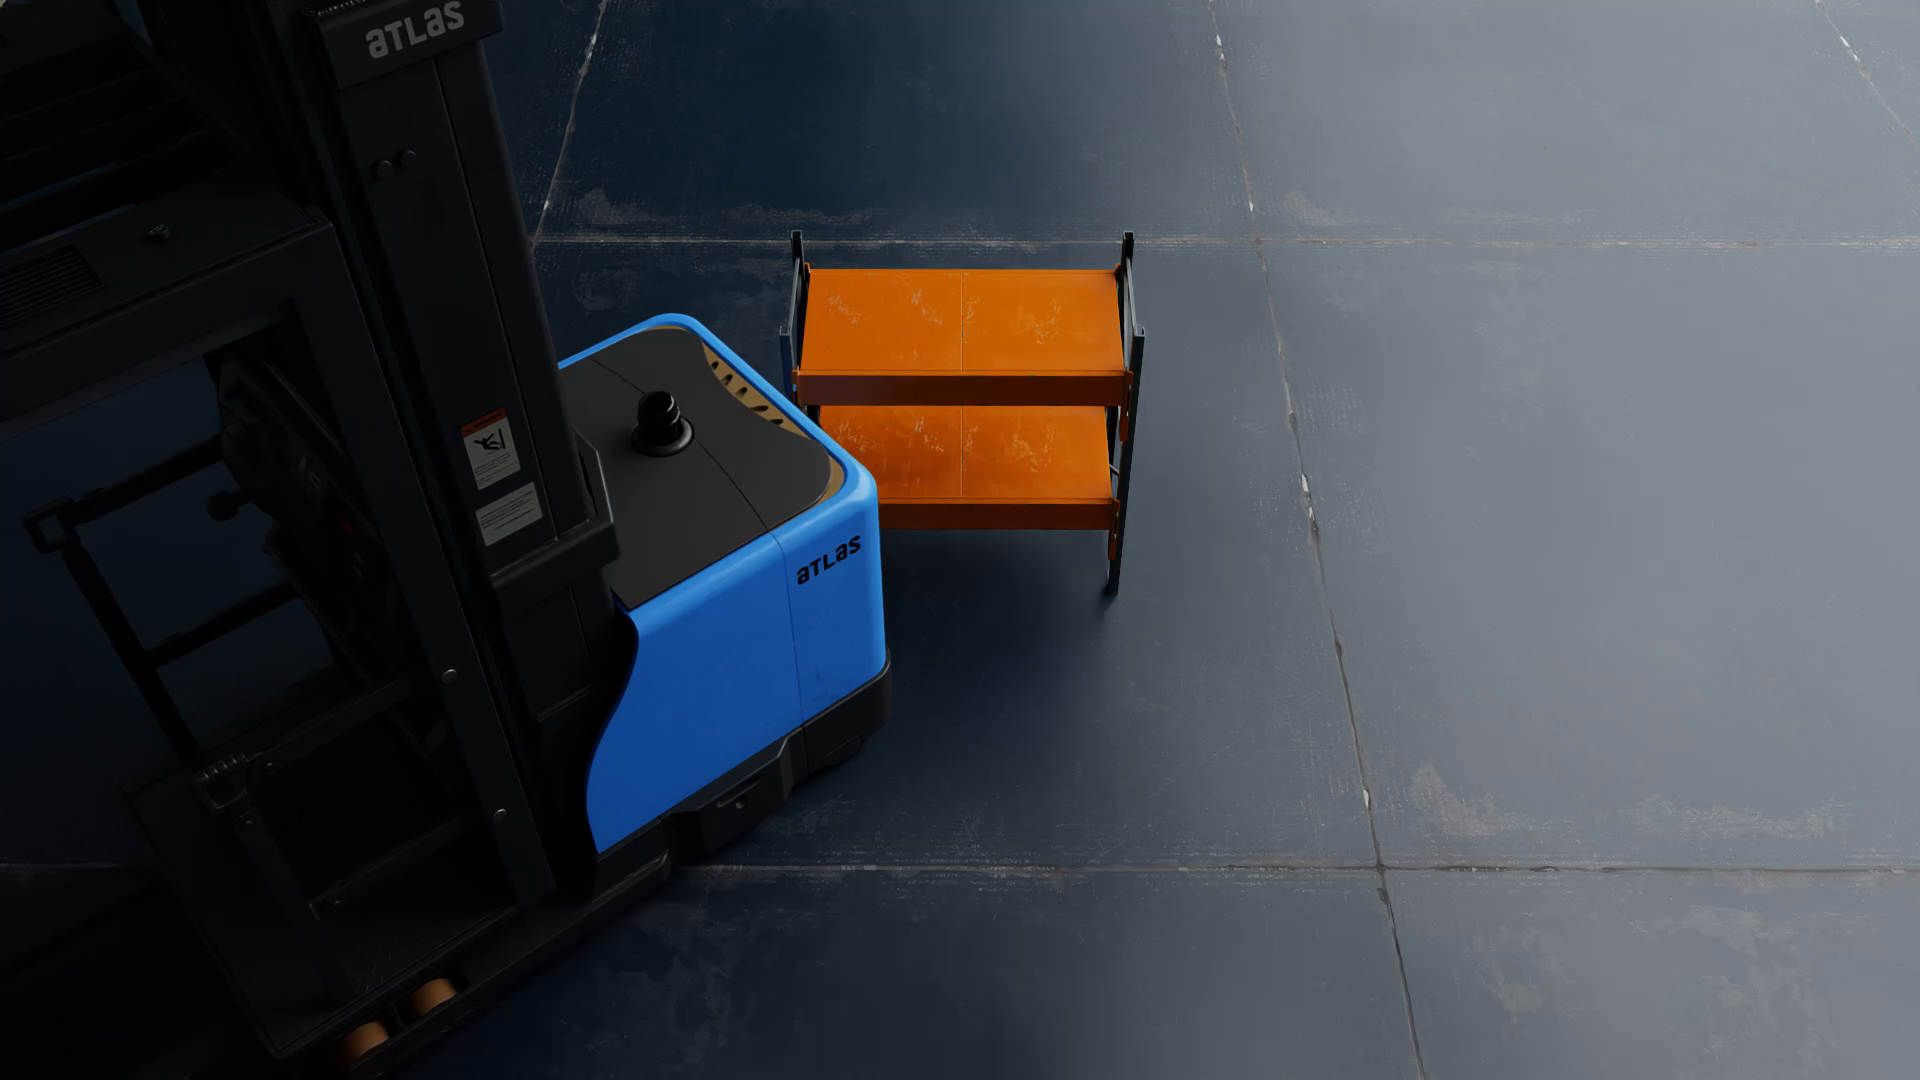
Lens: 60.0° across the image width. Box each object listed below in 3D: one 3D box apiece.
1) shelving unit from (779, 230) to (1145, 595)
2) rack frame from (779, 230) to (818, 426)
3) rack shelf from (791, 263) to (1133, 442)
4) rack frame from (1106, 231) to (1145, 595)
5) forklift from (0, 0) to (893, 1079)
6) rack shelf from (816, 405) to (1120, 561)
[{"bbox_3d":[0.007,-0.383,5.338,1.048,1.125,0.538,0,47,0],"label":"shelving unit"},{"bbox_3d":[-0.502,-0.385,5.340,0.032,1.125,0.500,0,47,0],"label":"rack frame"},{"bbox_3d":[0.007,-0.583,5.124,1.000,0.278,0.538,0,47,0],"label":"rack shelf"},{"bbox_3d":[0.515,-0.382,5.337,0.032,1.125,0.500,0,47,0],"label":"rack frame"},{"bbox_3d":[-1.661,-0.003,3.750,3.031,2.935,1.130,-32,55,-26],"label":"forklift"},{"bbox_3d":[0.007,-0.217,5.517,1.000,0.278,0.538,0,47,0],"label":"rack shelf"}]
